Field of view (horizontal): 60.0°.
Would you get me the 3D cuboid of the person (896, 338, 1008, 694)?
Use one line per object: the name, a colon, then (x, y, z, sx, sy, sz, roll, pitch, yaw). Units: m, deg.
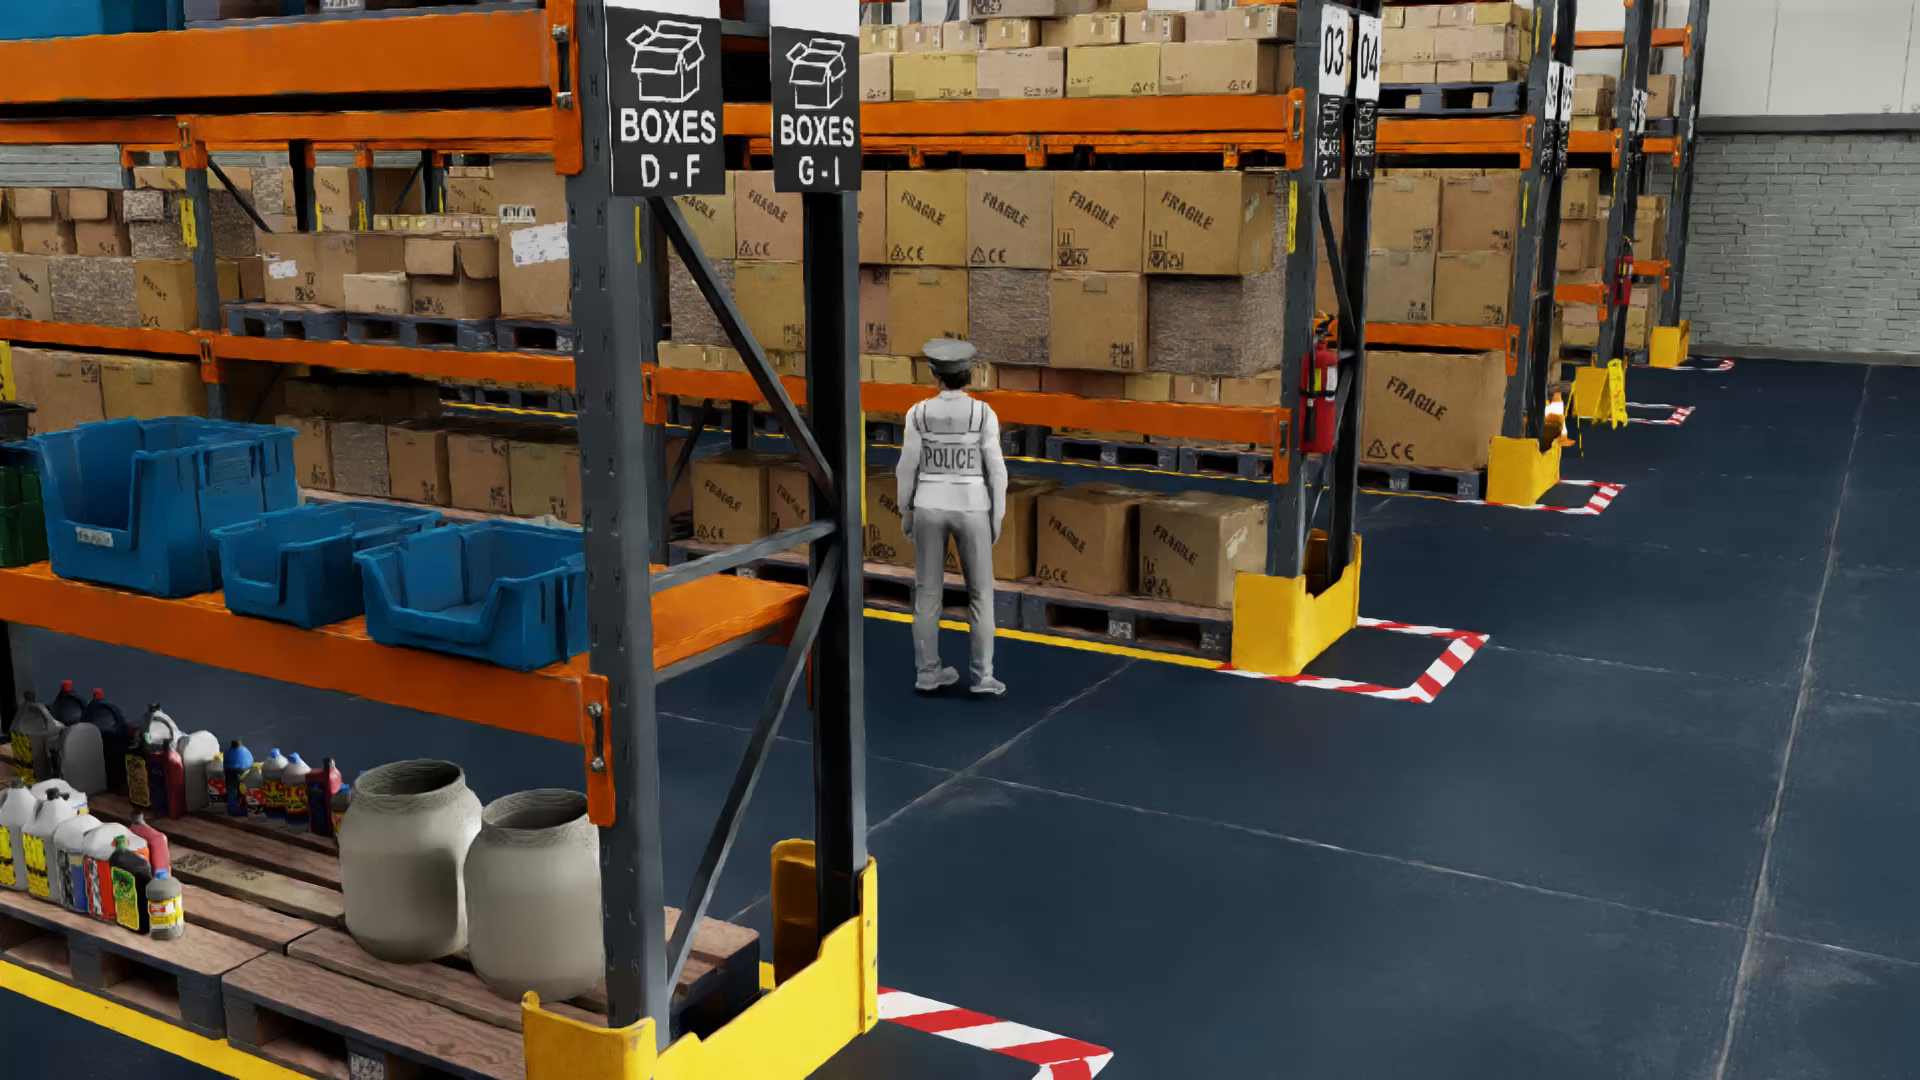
person: (-0.035, -0.081, 7.814, 0.531, 1.720, 0.375, 2, 13, 8)
